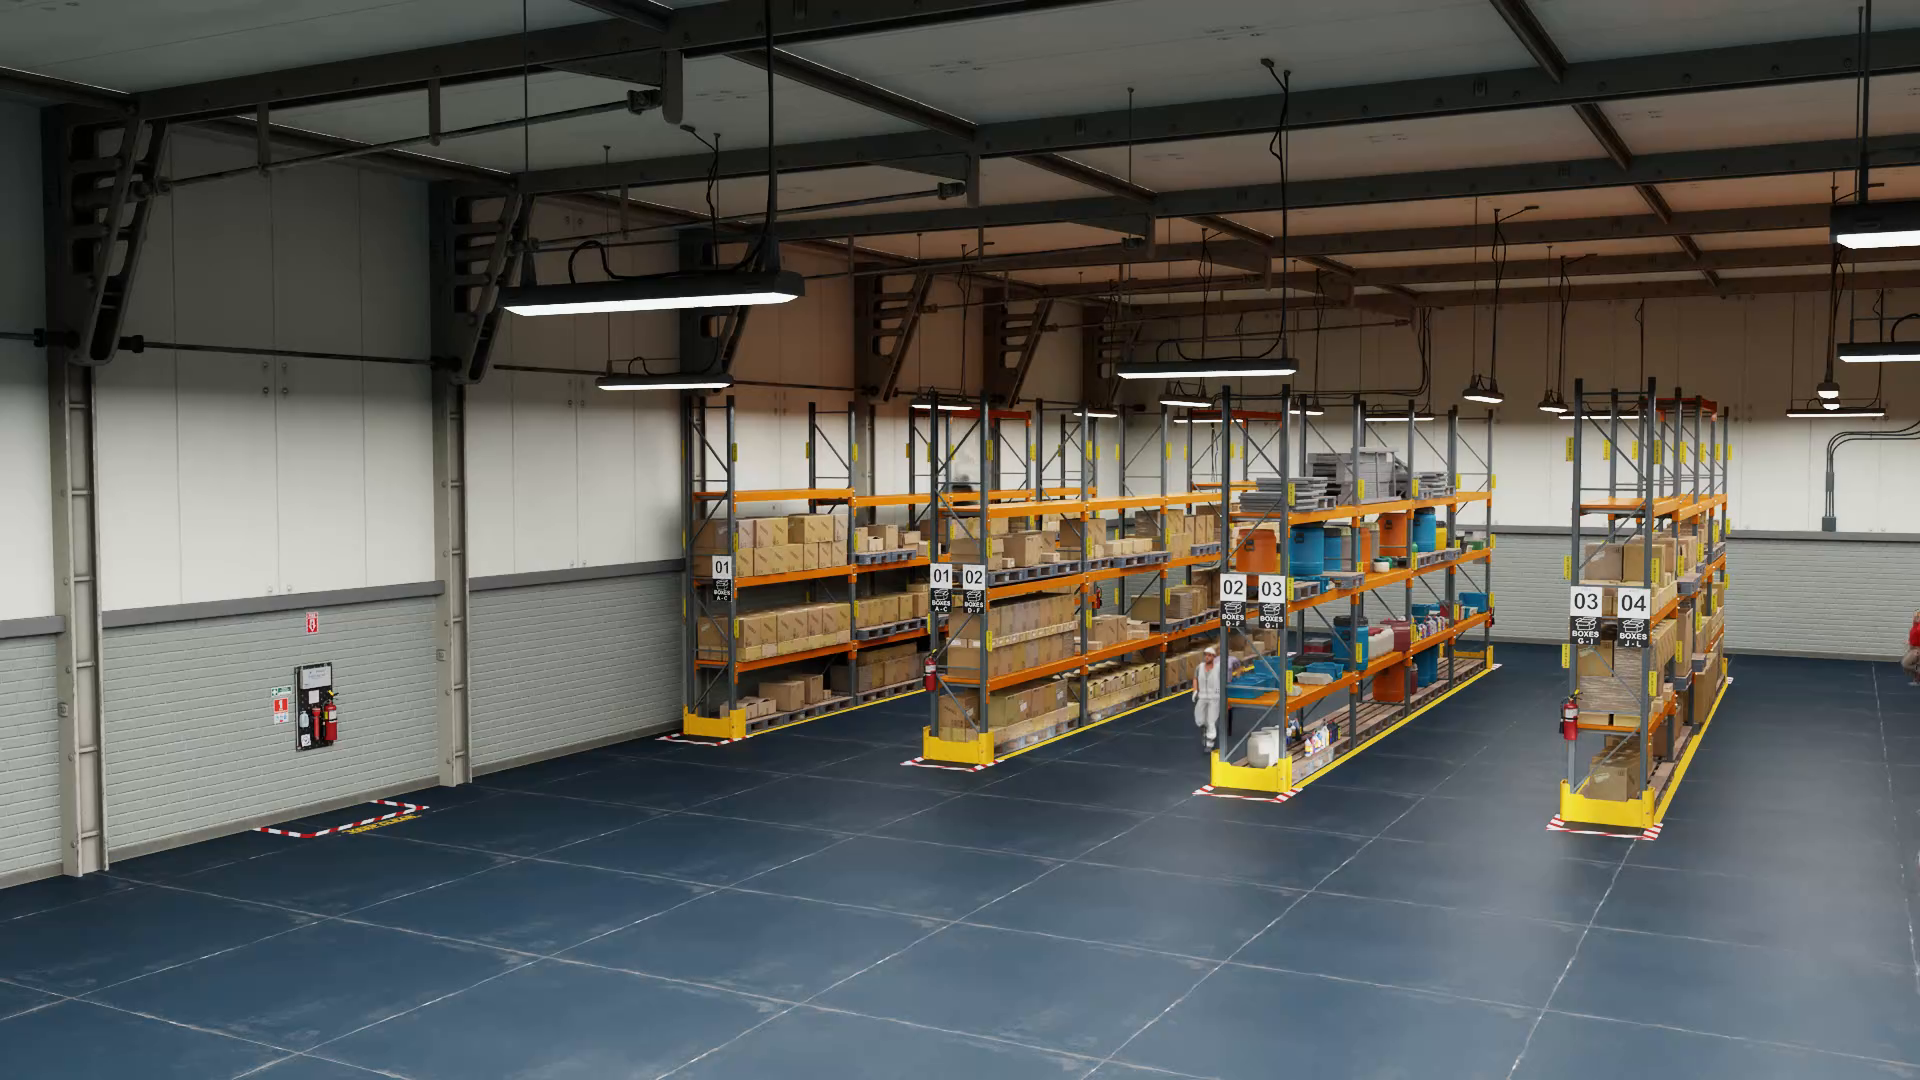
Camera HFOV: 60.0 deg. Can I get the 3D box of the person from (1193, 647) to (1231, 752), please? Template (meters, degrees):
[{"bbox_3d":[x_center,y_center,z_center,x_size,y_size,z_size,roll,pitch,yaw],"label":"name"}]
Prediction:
[{"bbox_3d":[4.190,2.665,27.813,0.673,1.752,0.590,1,3,26],"label":"person"}]

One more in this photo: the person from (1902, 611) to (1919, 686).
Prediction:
[{"bbox_3d":[20.401,2.331,35.469,0.546,1.634,0.799,1,3,13],"label":"person"}]

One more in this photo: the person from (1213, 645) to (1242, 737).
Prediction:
[{"bbox_3d":[4.657,2.647,29.385,0.586,1.676,0.661,1,3,18],"label":"person"}]
